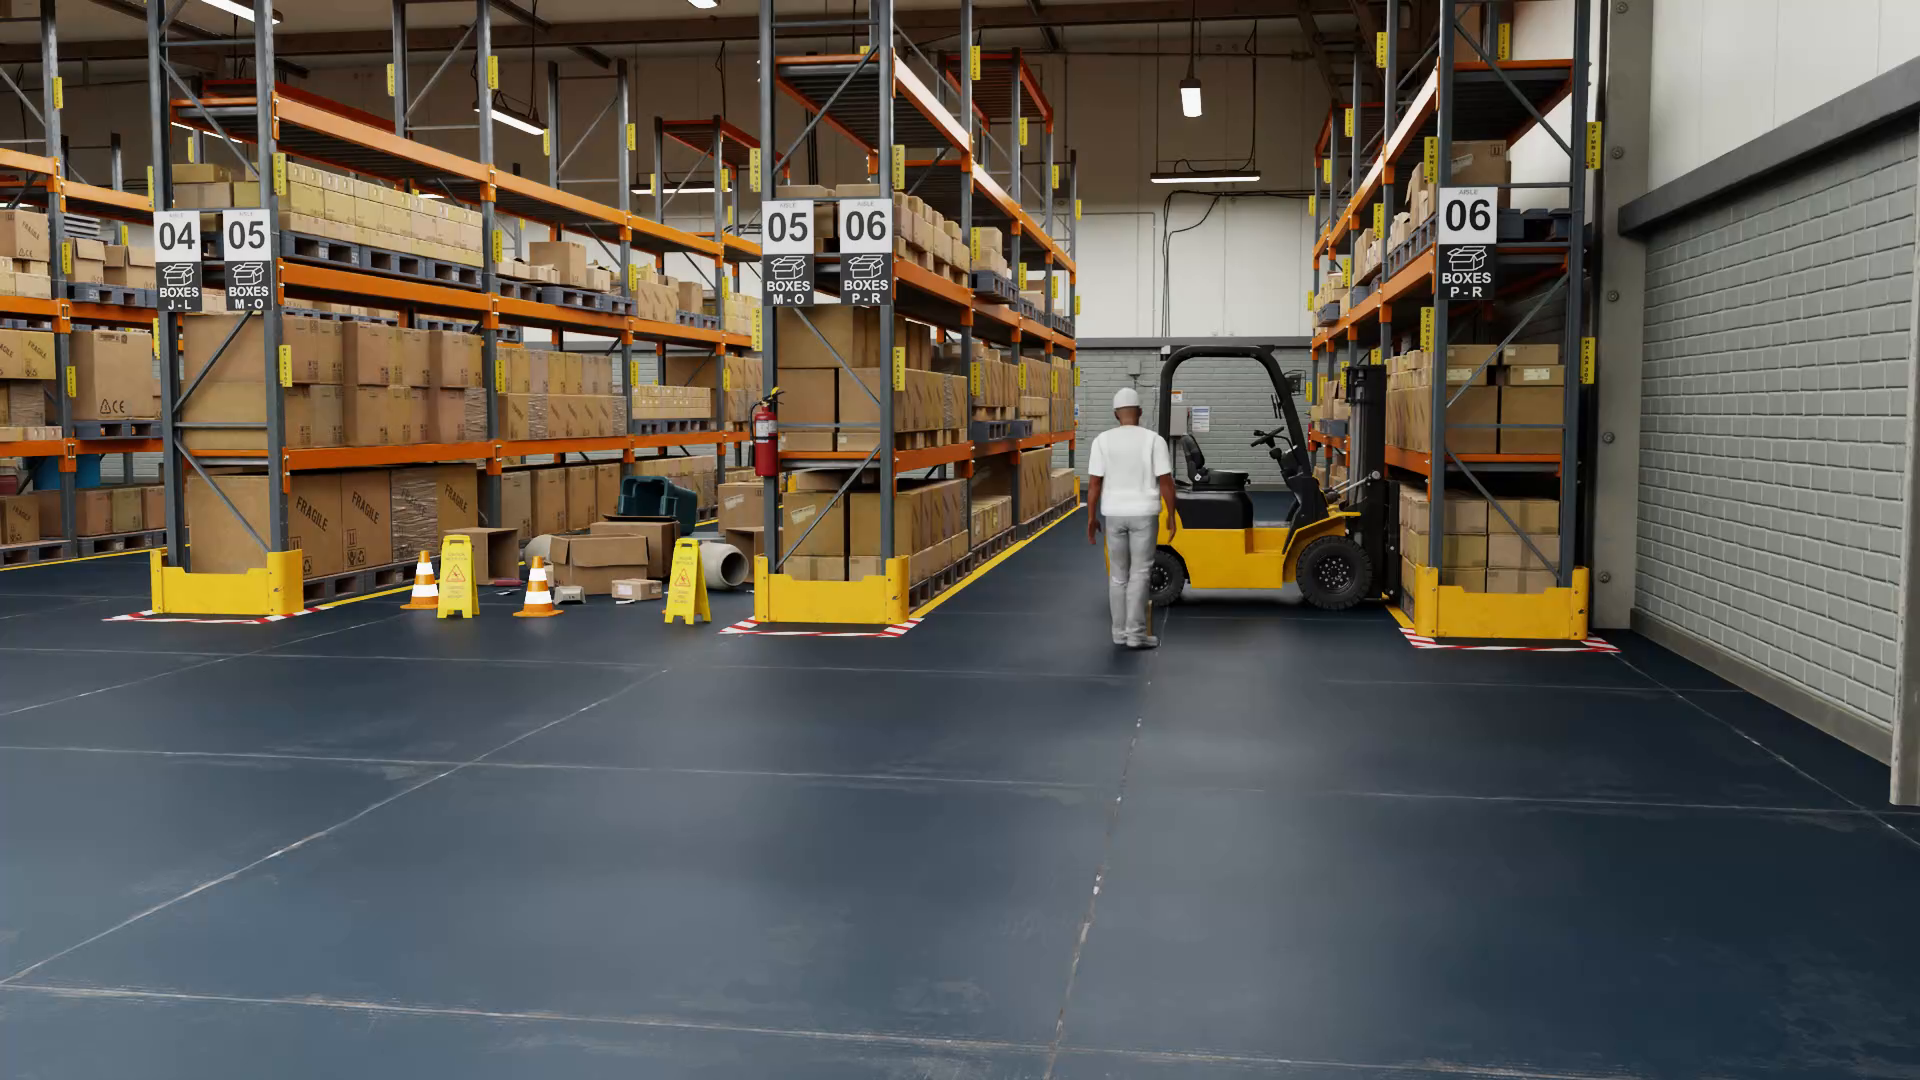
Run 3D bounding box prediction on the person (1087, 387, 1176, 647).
[{"bbox_3d":[1.191,-0.156,11.418,0.600,1.775,0.548,2,5,20],"label":"person"}]
